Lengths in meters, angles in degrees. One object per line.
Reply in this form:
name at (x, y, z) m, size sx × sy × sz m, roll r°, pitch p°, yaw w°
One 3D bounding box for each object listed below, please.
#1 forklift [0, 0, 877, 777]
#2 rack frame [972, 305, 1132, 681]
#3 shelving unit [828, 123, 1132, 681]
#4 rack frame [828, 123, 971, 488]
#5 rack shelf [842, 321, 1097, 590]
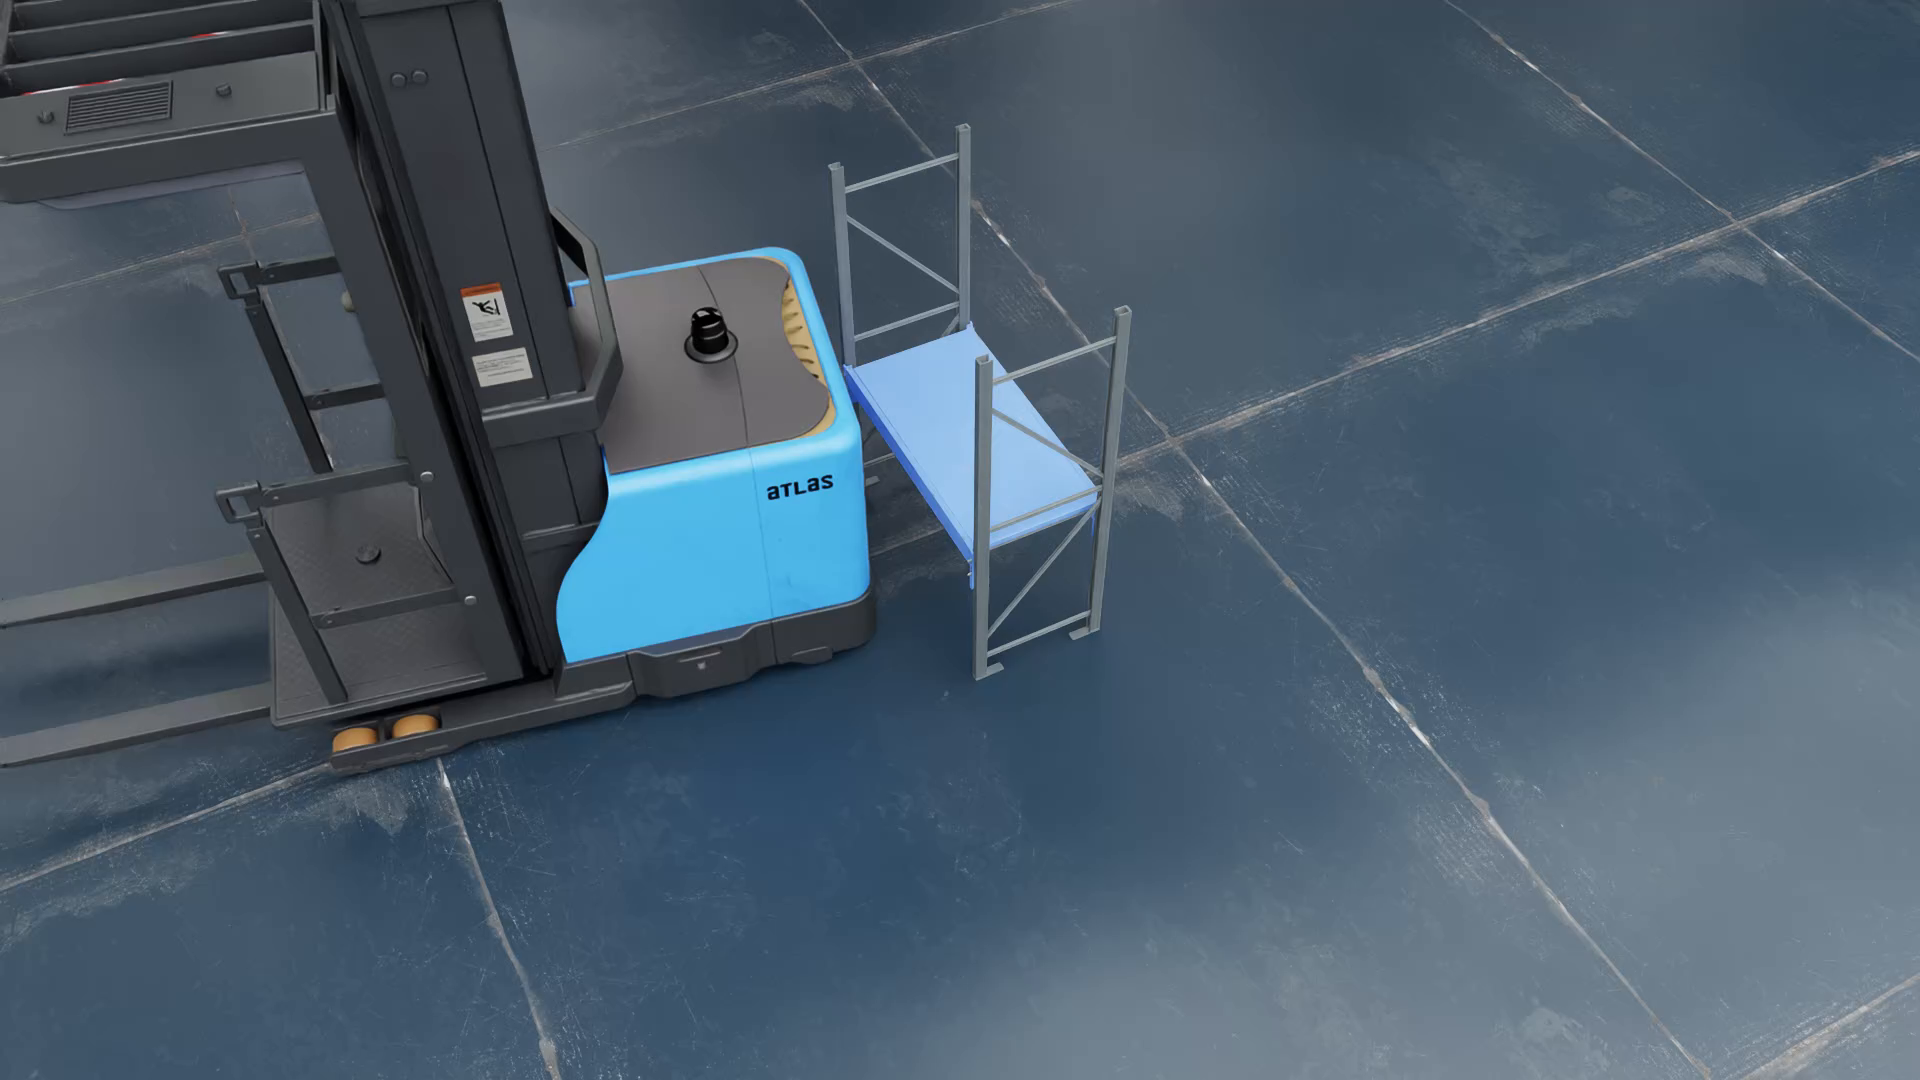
forklift at (-1.871, -0.630, 4.853) m, size 3.031 × 2.935 × 1.130 m, roll -12°, pitch 50°, yaw -10°
rack frame at (0.272, -0.096, 5.338) m, size 0.500 × 1.500 × 0.032 m, roll -21°, pitch 52°, yaw -18°
shelving unit at (0.039, -0.437, 5.636) m, size 0.538 × 1.500 × 1.048 m, roll -21°, pitch 52°, yaw -18°
rack frame at (-0.194, -0.777, 5.933) m, size 0.500 × 1.500 × 0.032 m, roll -21°, pitch 52°, yaw -18°
rack shelf at (0.039, -0.318, 5.771) m, size 0.538 × 0.185 × 1.000 m, roll -21°, pitch 52°, yaw -18°
